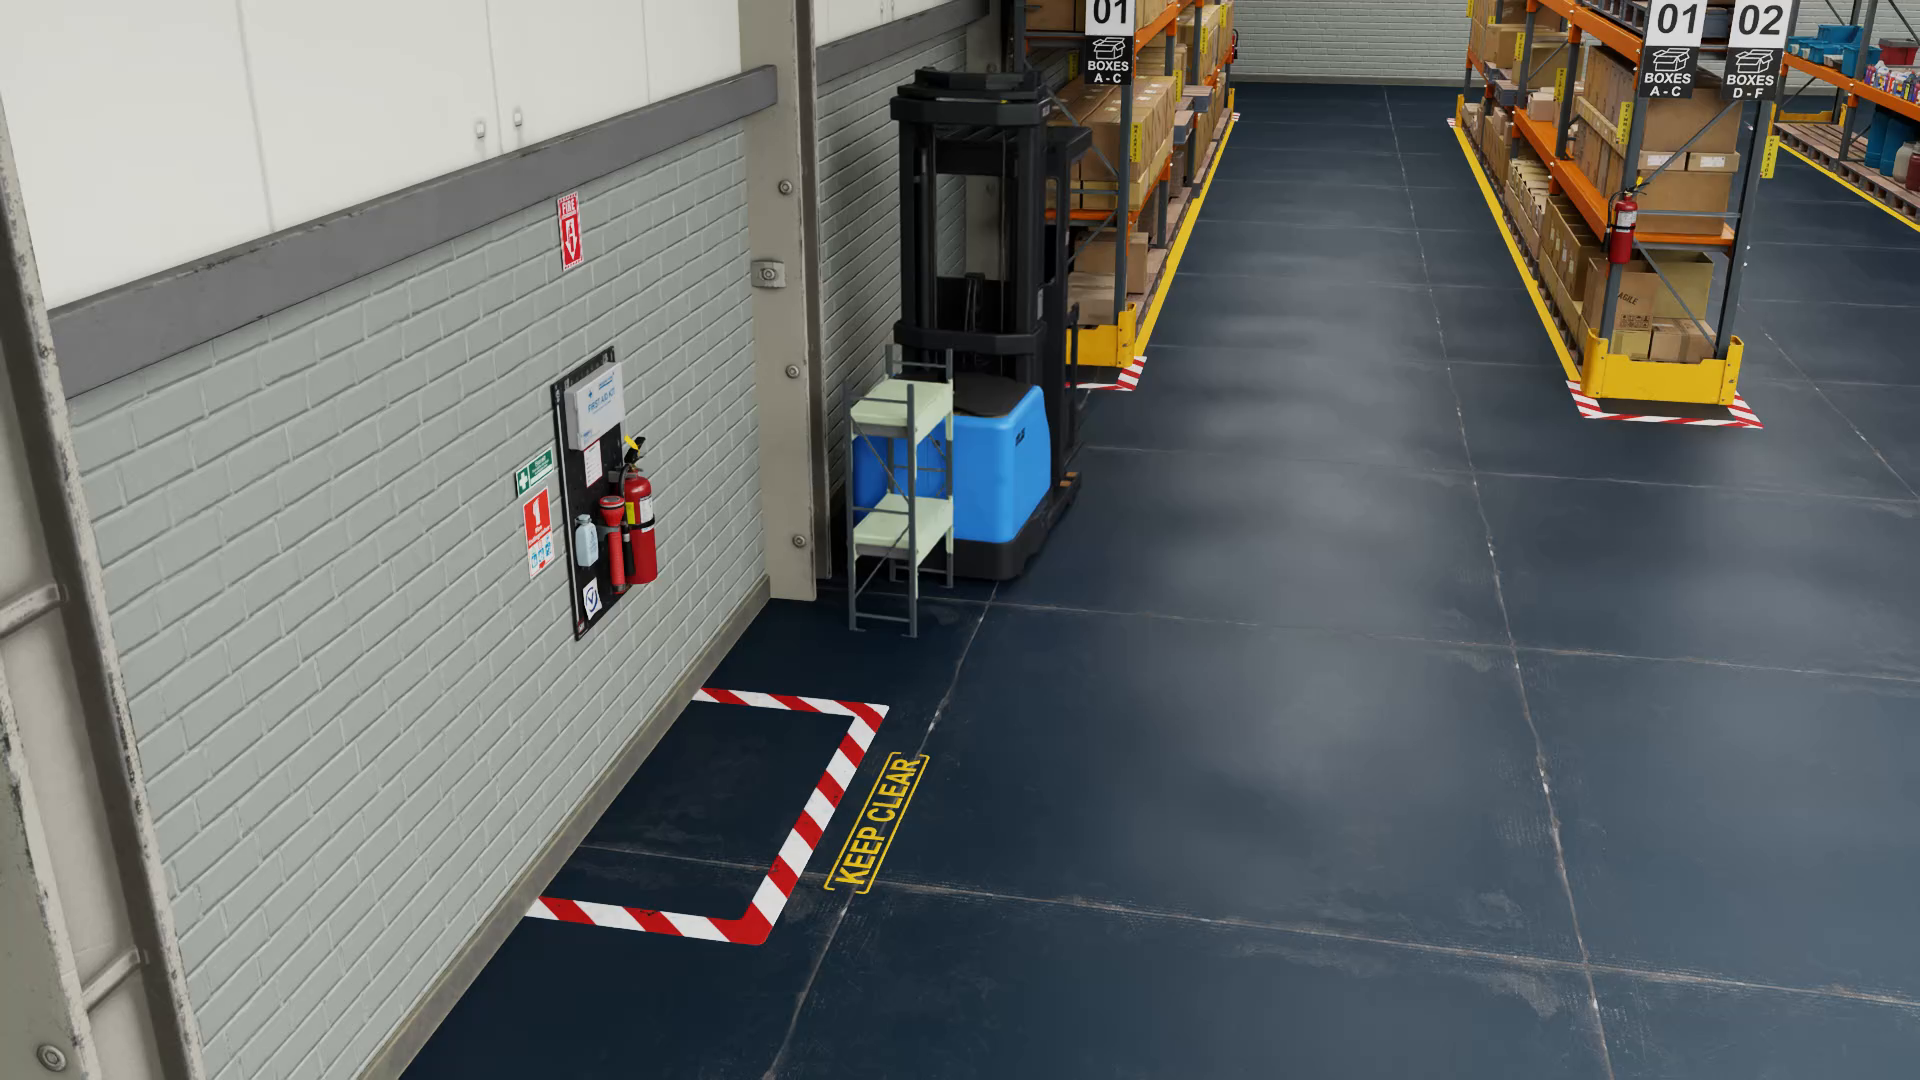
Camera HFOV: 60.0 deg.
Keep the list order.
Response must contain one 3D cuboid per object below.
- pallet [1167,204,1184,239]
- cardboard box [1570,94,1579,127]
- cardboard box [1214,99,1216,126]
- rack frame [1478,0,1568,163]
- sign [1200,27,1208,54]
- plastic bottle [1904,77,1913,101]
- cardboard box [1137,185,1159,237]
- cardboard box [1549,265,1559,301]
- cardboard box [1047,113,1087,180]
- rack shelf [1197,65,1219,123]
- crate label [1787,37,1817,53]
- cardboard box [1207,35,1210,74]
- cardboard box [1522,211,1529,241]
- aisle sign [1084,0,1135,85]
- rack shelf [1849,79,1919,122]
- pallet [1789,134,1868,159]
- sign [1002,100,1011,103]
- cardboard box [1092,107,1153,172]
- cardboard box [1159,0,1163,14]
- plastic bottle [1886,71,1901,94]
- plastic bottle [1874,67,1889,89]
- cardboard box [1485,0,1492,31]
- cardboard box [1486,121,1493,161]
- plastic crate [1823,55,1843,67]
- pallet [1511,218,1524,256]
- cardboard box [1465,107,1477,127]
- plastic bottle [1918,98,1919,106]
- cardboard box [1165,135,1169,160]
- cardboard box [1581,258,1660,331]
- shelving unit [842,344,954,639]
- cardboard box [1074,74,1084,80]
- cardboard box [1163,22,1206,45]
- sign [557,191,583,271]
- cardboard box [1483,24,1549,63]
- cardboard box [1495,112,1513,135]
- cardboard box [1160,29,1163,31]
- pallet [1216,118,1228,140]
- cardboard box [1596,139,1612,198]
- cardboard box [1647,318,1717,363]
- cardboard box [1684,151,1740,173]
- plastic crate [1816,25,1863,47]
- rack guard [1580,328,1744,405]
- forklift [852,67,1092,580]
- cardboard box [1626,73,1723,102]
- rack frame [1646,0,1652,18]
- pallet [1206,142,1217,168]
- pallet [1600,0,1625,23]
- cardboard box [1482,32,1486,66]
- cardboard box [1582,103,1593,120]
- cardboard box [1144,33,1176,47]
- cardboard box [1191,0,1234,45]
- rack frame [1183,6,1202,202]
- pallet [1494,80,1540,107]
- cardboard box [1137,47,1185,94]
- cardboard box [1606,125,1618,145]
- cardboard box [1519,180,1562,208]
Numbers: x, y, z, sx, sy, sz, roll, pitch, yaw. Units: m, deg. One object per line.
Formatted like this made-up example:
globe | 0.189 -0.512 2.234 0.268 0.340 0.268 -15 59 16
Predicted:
pallet | 2.165 -3.884 20.215 1.003 0.211 1.213 4 22 11
cardboard box | 6.892 -4.588 18.095 0.500 0.500 0.500 6 23 15
cardboard box | 3.646 -6.672 26.188 0.700 0.500 0.500 5 22 12
rack frame | 8.244 -6.995 24.206 1.000 3.000 0.127 4 22 11
sign | 3.110 -6.370 21.212 0.100 0.325 0.005 4 22 11
plastic bottle | 12.239 -5.814 21.429 0.061 0.283 0.133 4 22 11
cardboard box | 1.895 -3.760 18.932 0.700 0.500 0.500 5 23 13
cardboard box | 6.006 -2.477 16.107 0.500 0.250 0.500 4 22 11
cardboard box | 0.833 -3.458 14.596 0.500 0.500 0.500 4 22 10
rack shelf | 2.985 -6.306 23.458 1.077 0.370 4.000 4 22 11
crate label | 13.536 -7.964 26.756 0.416 0.233 0.303 4 22 11
cardboard box | 3.145 -6.632 22.747 0.500 0.500 0.500 4 22 11
cardboard box | 6.621 -3.534 18.732 0.500 0.250 0.500 5 22 12
aisle sign | 1.224 -4.139 13.635 0.394 0.787 0.004 4 22 11
rack shelf | 12.684 -5.551 21.583 1.077 0.370 4.000 4 22 11
pallet | 13.451 -6.042 25.572 1.003 0.211 1.213 4 22 11
sign | 0.406 -3.716 14.091 0.100 0.325 0.005 4 22 11
cardboard box | 1.447 -3.601 14.951 0.500 0.500 0.500 5 22 11
cardboard box | 1.593 -5.114 15.361 0.500 0.500 0.500 6 23 14
plastic bottle | 12.436 -6.079 22.099 0.152 0.276 0.135 4 22 11
plastic bottle | 12.550 -6.284 22.608 0.152 0.276 0.135 4 22 11
cardboard box | 8.195 -7.897 24.974 0.500 0.500 0.500 4 22 10
cardboard box | 7.809 -5.685 23.711 0.500 0.500 0.500 5 22 12
plastic crate | 13.153 -7.181 24.941 0.293 0.136 0.466 4 22 11
pallet | 6.970 -3.495 19.250 1.003 0.211 1.213 4 22 11
cardboard box | 8.467 -6.843 26.922 0.500 0.250 0.500 4 22 11
plastic bottle | 12.148 -5.580 20.959 0.097 0.201 0.097 0 22 0
cardboard box | 1.851 -4.007 16.961 0.500 0.250 0.500 5 22 11
cardboard box | 5.613 -2.092 14.147 0.500 0.500 0.500 4 22 11
shelving unit | -0.339 -0.289 9.564 0.431 1.500 0.755 6 23 15
cardboard box | 1.461 -4.577 17.373 0.500 0.500 0.500 4 22 10
cardboard box | 2.928 -6.606 21.679 0.500 0.250 0.500 5 22 12
sign | -1.624 -1.289 6.936 0.001 0.298 0.199 4 22 11
cardboard box | 7.928 -7.080 23.721 0.700 0.500 0.500 -3 22 -7
cardboard box | 7.601 -5.680 22.694 0.500 0.250 0.500 4 22 10
cardboard box | 2.416 -6.635 21.751 0.500 0.250 0.500 5 22 12
pallet | 3.872 -6.797 27.448 1.003 0.211 1.213 4 22 11
cardboard box | 6.216 -3.389 15.118 0.700 0.500 0.500 5 23 13
cardboard box | 6.122 -1.705 14.189 0.500 0.250 0.500 4 22 11
cardboard box | 6.086 -3.080 13.485 0.380 0.149 0.250 4 22 11
plastic crate | 14.023 -7.986 26.540 0.616 0.435 0.499 4 22 11
rack guard | 5.790 -1.438 13.754 1.175 0.500 0.348 4 22 11
forklift | 0.226 -1.636 10.992 1.130 2.935 3.031 6 23 15
cardboard box | 6.016 -3.636 13.996 0.700 0.500 0.500 4 22 10
rack frame | 5.795 -5.389 12.188 1.000 3.000 0.127 4 22 11
pallet | 3.310 -5.789 24.946 1.003 0.211 1.213 4 22 11
pallet | 6.212 -4.660 14.514 1.003 0.211 1.213 4 22 11
cardboard box | 8.198 -7.432 25.158 0.500 0.500 0.500 5 22 12
cardboard box | 6.265 -4.146 16.131 0.380 0.149 0.250 4 22 10
cardboard box | 2.485 -6.212 20.672 0.380 0.149 0.250 1 22 2
cardboard box | 4.115 -8.786 28.251 0.980 0.700 0.700 5 23 13
rack frame | 2.577 -5.908 21.508 1.000 3.000 0.127 4 22 11
pallet | 7.497 -5.696 21.238 1.213 0.211 1.003 4 22 11
cardboard box | 2.404 -5.779 20.466 0.700 0.500 0.500 2 22 6
cardboard box | 5.949 -3.581 14.728 0.380 0.149 0.250 5 22 12
cardboard box | 6.724 -3.975 19.076 0.500 0.311 0.500 4 22 10
